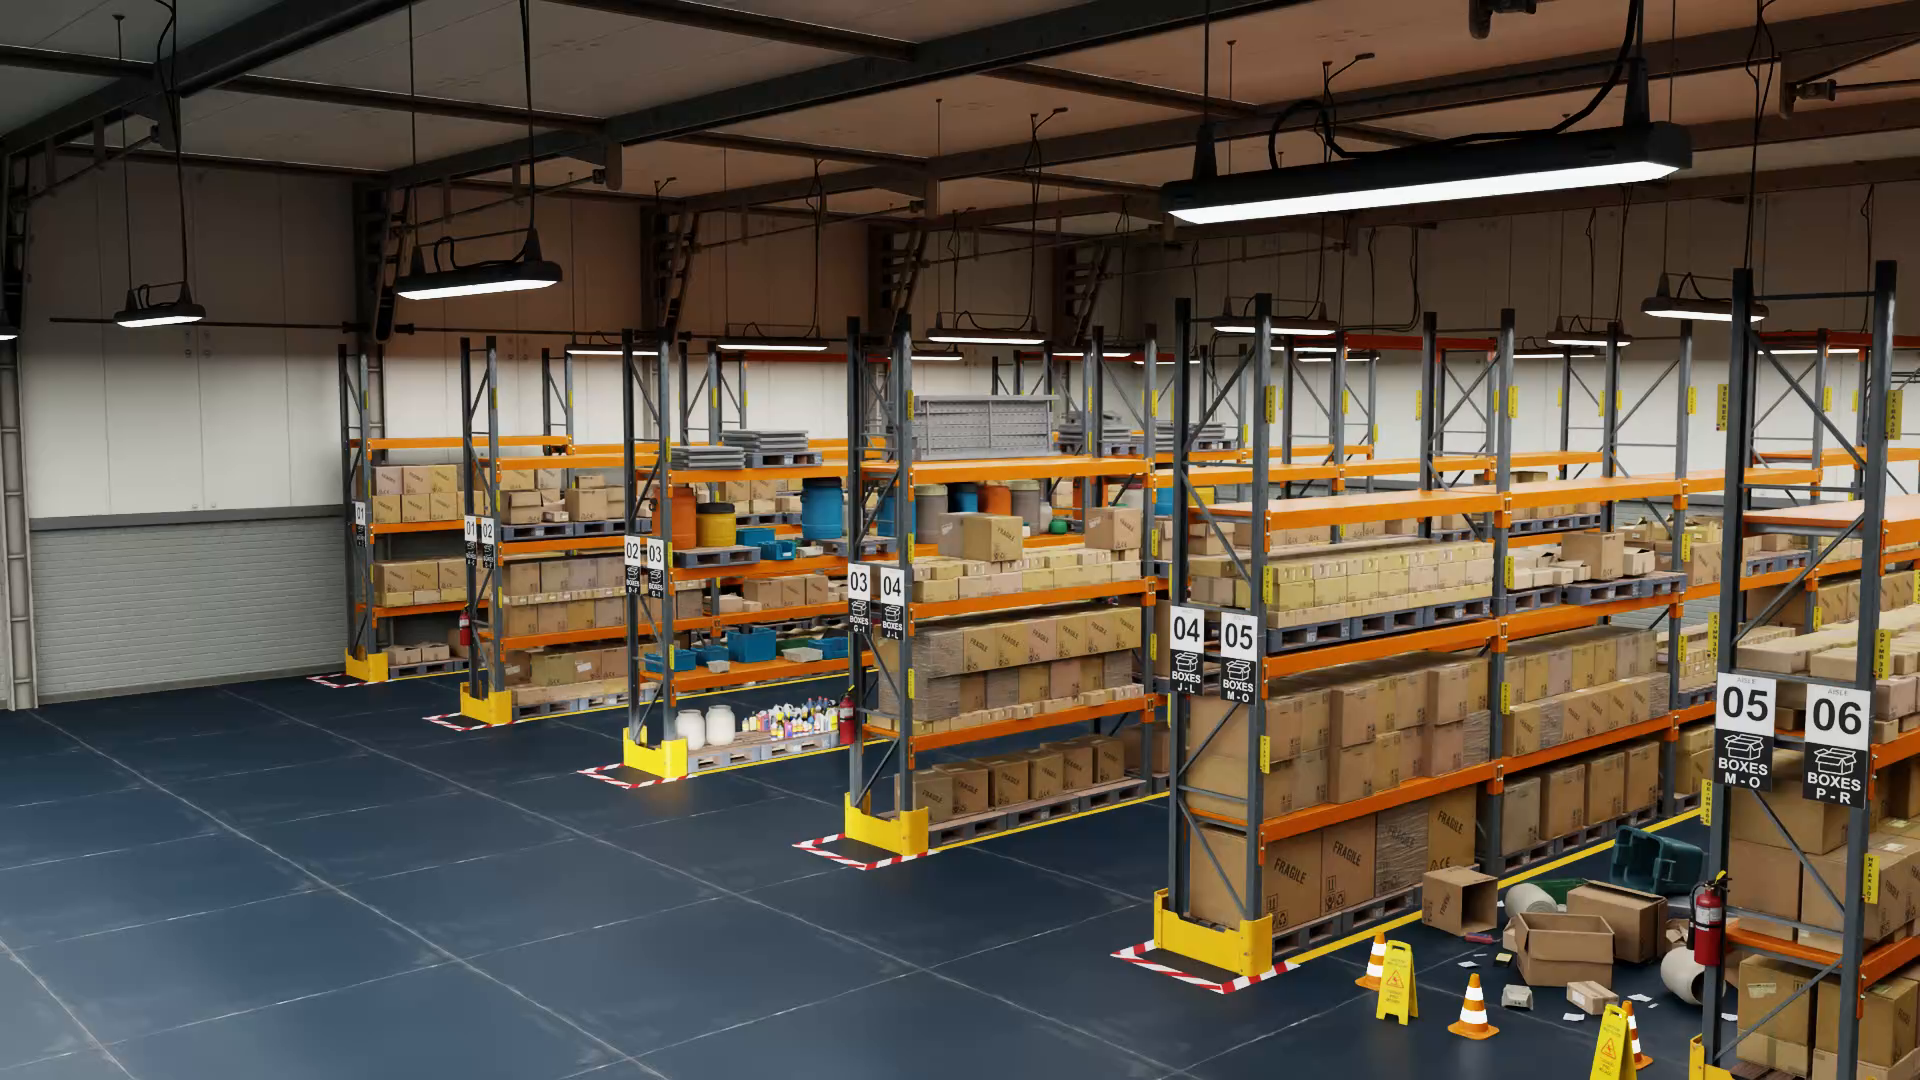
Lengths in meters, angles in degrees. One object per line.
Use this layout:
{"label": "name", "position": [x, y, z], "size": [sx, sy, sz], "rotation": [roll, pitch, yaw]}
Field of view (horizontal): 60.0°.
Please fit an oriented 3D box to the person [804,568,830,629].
{"label": "person", "position": [-2.823, 1.372, 33.156], "size": [0.428, 1.650, 0.920], "rotation": [5, 7, 43]}
